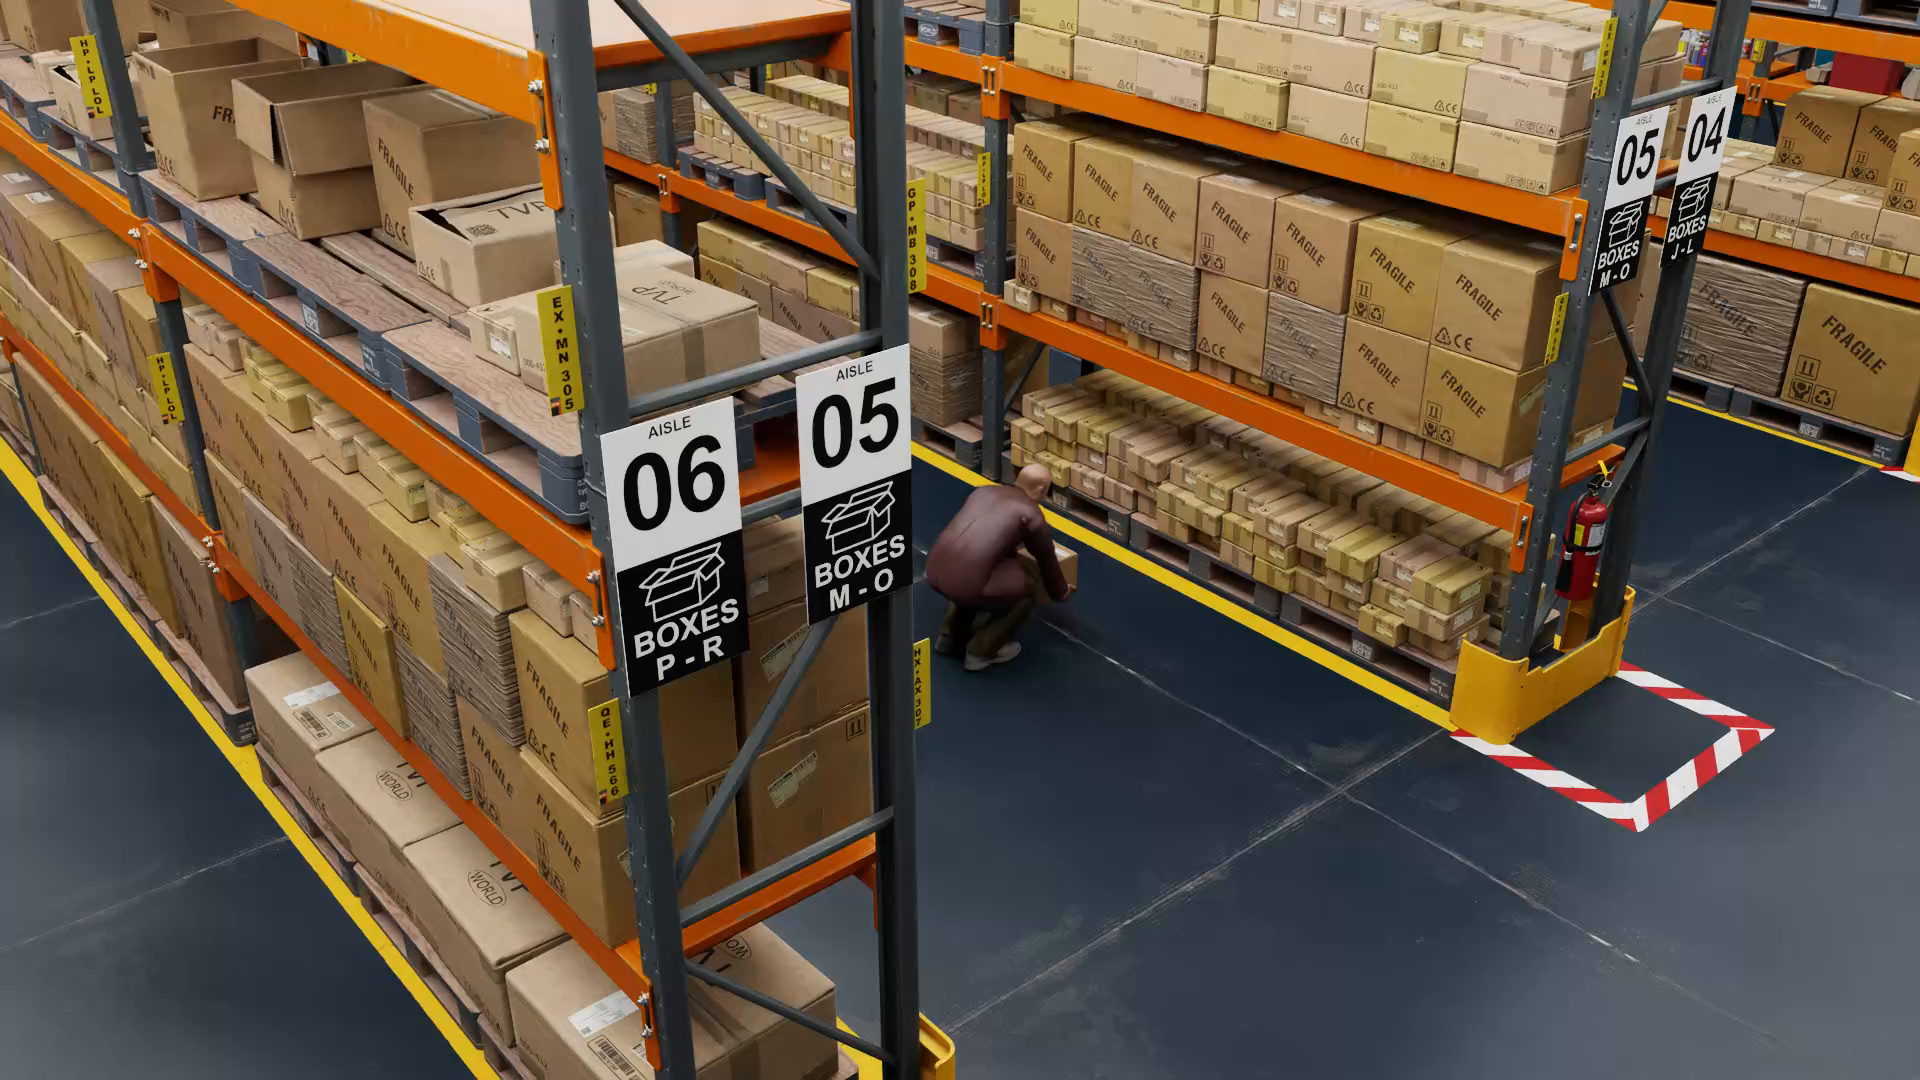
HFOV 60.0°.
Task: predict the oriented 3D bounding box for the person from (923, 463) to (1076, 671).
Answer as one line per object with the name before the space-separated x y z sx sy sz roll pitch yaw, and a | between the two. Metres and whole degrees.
person | 0.213 0.147 9.223 0.948 0.975 0.581 -23 35 -36
